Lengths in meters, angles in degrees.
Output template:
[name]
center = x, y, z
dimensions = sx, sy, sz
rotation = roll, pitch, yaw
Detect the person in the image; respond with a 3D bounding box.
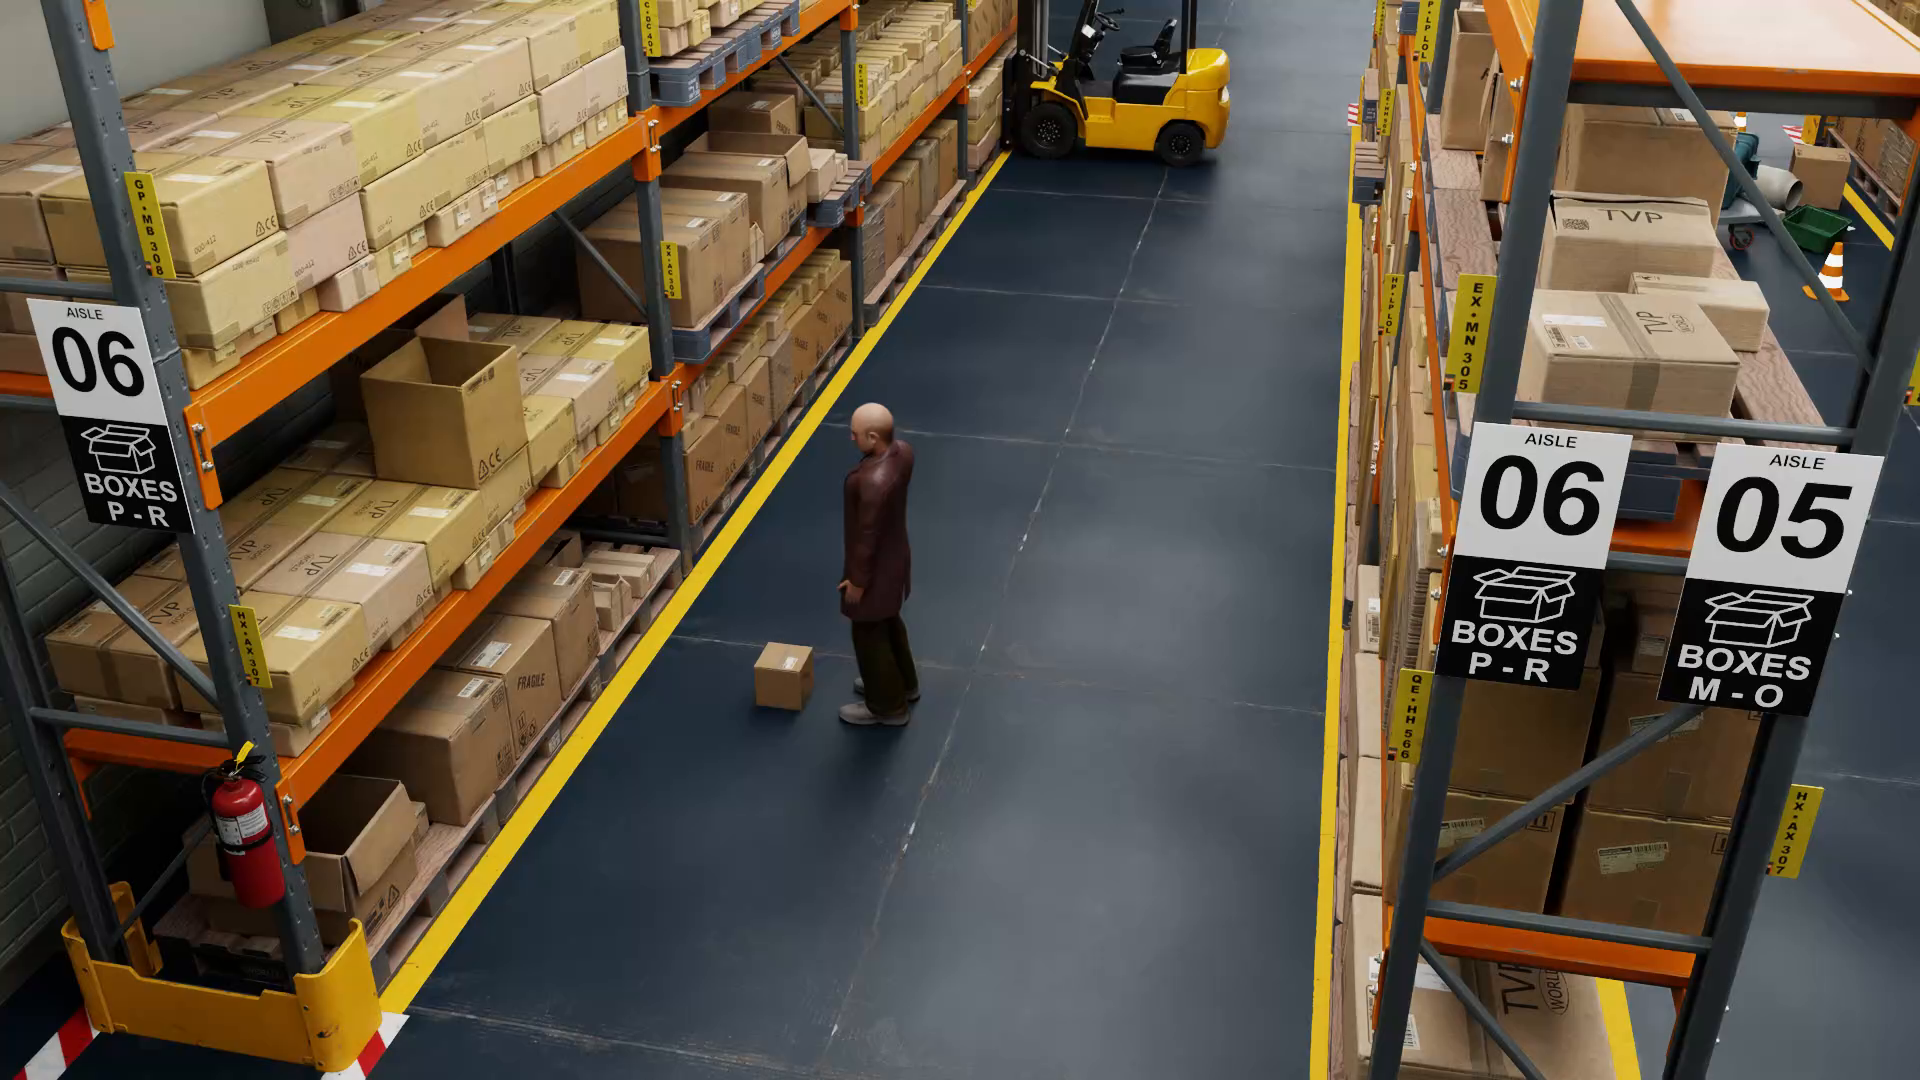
[person]
center = -0.432, 0.123, 8.420
dimensions = 0.378, 1.774, 0.554
rotation = 6, 29, 12
